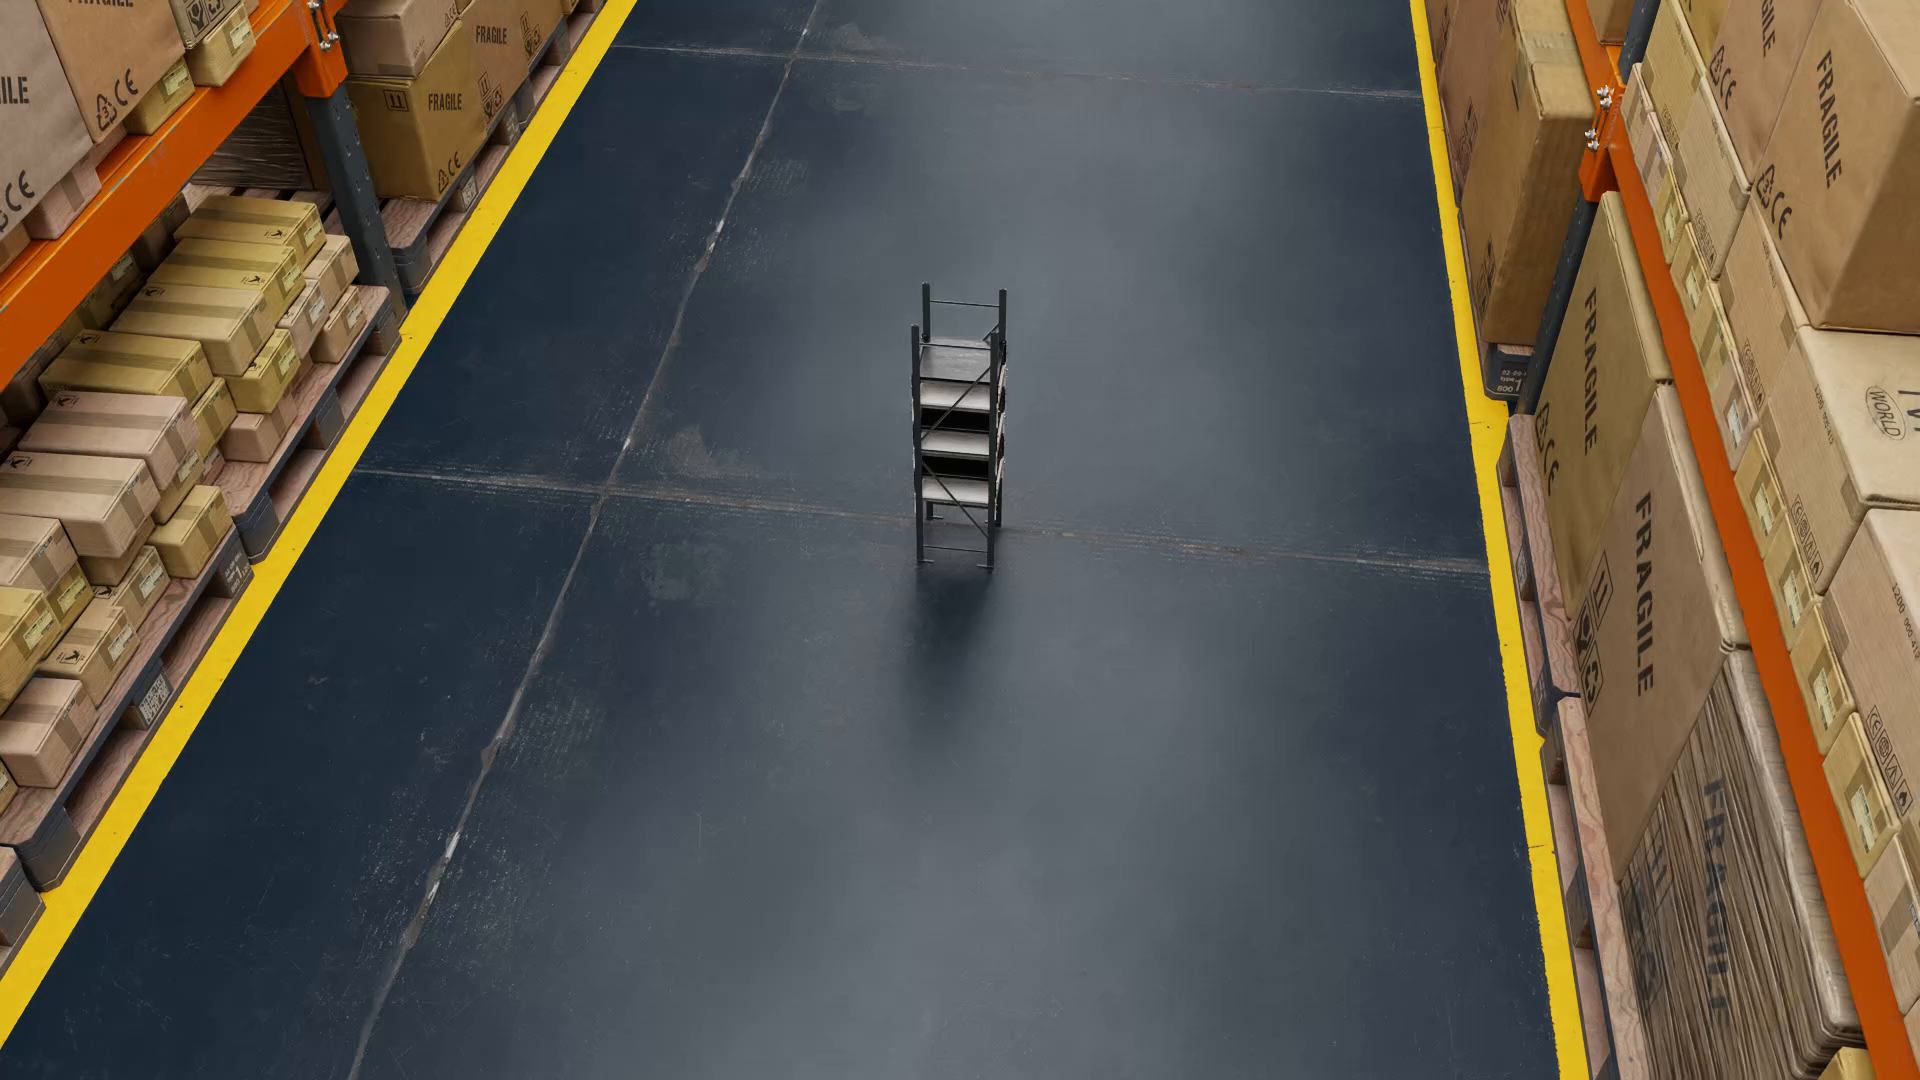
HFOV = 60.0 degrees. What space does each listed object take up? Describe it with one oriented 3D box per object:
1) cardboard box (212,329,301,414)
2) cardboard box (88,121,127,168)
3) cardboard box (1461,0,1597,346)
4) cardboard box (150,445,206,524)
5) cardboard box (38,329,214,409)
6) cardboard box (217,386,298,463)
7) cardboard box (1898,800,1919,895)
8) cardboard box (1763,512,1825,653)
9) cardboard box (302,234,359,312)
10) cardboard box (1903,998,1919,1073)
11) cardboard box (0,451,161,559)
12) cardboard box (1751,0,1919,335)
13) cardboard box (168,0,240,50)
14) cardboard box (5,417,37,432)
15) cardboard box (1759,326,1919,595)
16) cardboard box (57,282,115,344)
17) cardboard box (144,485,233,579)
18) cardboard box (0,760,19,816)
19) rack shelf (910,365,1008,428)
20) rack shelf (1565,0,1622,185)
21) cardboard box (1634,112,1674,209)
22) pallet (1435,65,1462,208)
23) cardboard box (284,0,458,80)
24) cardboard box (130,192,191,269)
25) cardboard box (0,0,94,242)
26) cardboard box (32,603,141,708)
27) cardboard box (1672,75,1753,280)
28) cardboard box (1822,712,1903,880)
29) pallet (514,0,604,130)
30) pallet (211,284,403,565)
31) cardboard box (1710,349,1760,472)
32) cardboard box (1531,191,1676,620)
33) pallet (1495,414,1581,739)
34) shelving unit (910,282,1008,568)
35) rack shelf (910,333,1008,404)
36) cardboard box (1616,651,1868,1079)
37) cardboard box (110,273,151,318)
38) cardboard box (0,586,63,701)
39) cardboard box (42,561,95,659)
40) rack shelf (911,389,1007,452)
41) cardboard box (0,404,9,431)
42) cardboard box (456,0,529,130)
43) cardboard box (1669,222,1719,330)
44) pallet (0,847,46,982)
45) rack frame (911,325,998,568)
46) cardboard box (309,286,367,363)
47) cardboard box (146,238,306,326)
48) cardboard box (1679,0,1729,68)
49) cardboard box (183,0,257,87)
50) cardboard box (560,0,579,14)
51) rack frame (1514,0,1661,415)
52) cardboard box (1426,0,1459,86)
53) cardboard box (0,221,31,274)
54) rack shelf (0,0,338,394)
[{"bbox_3d":[-2.302,-0.537,5.187,0.380,0.149,0.250,4,44,4],"label":"cardboard box"},{"bbox_3d":[-2.462,-1.087,4.399,0.380,0.149,0.250,4,44,4],"label":"cardboard box"},{"bbox_3d":[2.434,-1.225,5.601,1.225,0.875,0.875,5,44,6],"label":"cardboard box"},{"bbox_3d":[-2.447,-0.200,4.831,0.380,0.149,0.250,6,44,7],"label":"cardboard box"},{"bbox_3d":[-2.455,-0.475,4.905,0.380,0.149,0.250,7,44,7],"label":"cardboard box"},{"bbox_3d":[-2.336,-0.389,5.247,0.380,0.149,0.250,4,44,4],"label":"cardboard box"},{"bbox_3d":[1.709,0.567,2.362,0.500,0.250,0.500,5,44,5],"label":"cardboard box"},{"bbox_3d":[1.763,0.097,3.148,0.380,0.149,0.250,6,44,6],"label":"cardboard box"},{"bbox_3d":[-2.261,-0.907,5.578,0.380,0.149,0.250,6,44,6],"label":"cardboard box"},{"bbox_3d":[1.628,0.790,2.417,0.380,0.149,0.250,5,44,6],"label":"cardboard box"},{"bbox_3d":[-2.423,-0.097,4.506,0.380,0.149,0.250,4,44,4],"label":"cardboard box"},{"bbox_3d":[1.915,-0.738,3.195,0.500,0.500,0.500,4,44,4],"label":"cardboard box"},{"bbox_3d":[-2.318,-1.714,4.590,0.500,0.500,0.500,5,44,6],"label":"cardboard box"},{"bbox_3d":[-2.879,-0.399,5.041,0.380,0.149,0.250,3,44,3],"label":"cardboard box"},{"bbox_3d":[1.841,-0.135,3.104,0.500,0.250,0.500,5,44,6],"label":"cardboard box"},{"bbox_3d":[-2.865,-0.683,5.126,0.380,0.149,0.250,5,44,5],"label":"cardboard box"},{"bbox_3d":[-2.385,-0.039,4.878,0.380,0.149,0.250,5,44,5],"label":"cardboard box"},{"bbox_3d":[-2.615,0.653,4.147,0.380,0.149,0.250,5,44,6],"label":"cardboard box"},{"bbox_3d":[-0.001,-0.428,4.834,0.258,0.077,0.200,5,44,6],"label":"rack shelf"},{"bbox_3d":[2.633,-2.507,6.240,1.077,0.370,4.000,5,44,6],"label":"rack shelf"},{"bbox_3d":[1.966,-0.964,4.269,0.380,0.149,0.250,4,44,4],"label":"cardboard box"},{"bbox_3d":[2.555,-1.760,6.955,1.003,0.211,1.213,5,44,6],"label":"pallet"},{"bbox_3d":[-2.174,-1.922,6.065,0.500,0.250,0.500,3,44,4],"label":"cardboard box"},{"bbox_3d":[-2.785,-1.043,5.505,0.380,0.149,0.250,7,44,7],"label":"cardboard box"},{"bbox_3d":[-2.455,-1.022,3.858,0.500,0.500,0.500,5,44,5],"label":"cardboard box"},{"bbox_3d":[-2.485,0.300,4.519,0.380,0.149,0.250,5,44,6],"label":"cardboard box"},{"bbox_3d":[1.977,-0.824,3.832,0.500,0.250,0.500,5,44,5],"label":"cardboard box"},{"bbox_3d":[1.694,0.443,2.783,0.380,0.149,0.250,4,44,5],"label":"cardboard box"},{"bbox_3d":[-2.274,-2.277,7.502,1.003,0.211,1.213,5,44,6],"label":"pallet"},{"bbox_3d":[-2.588,-0.452,5.574,1.003,0.211,1.213,5,44,6],"label":"pallet"},{"bbox_3d":[1.829,-0.260,3.525,0.380,0.149,0.250,6,44,6],"label":"cardboard box"},{"bbox_3d":[2.202,-0.344,4.672,0.875,0.875,0.875,5,44,6],"label":"cardboard box"},{"bbox_3d":[2.191,0.118,4.972,1.003,0.211,1.213,5,44,6],"label":"pallet"},{"bbox_3d":[-0.001,-0.321,4.935,0.258,0.900,0.210,5,44,6],"label":"shelving unit"},{"bbox_3d":[-0.001,-0.493,4.772,0.258,0.077,0.200,5,44,6],"label":"rack shelf"},{"bbox_3d":[1.966,0.876,3.383,0.875,0.875,0.875,5,44,6],"label":"cardboard box"},{"bbox_3d":[-2.844,-0.752,5.414,0.380,0.149,0.250,6,44,6],"label":"cardboard box"},{"bbox_3d":[-2.502,0.243,4.148,0.380,0.149,0.250,6,44,6],"label":"cardboard box"},{"bbox_3d":[-2.580,0.159,4.452,0.380,0.149,0.250,7,44,7],"label":"cardboard box"},{"bbox_3d":[-0.001,-0.362,4.896,0.258,0.077,0.200,5,44,6],"label":"rack shelf"},{"bbox_3d":[-2.991,-0.338,4.760,0.380,0.149,0.250,6,44,6],"label":"cardboard box"},{"bbox_3d":[-2.105,-2.010,6.704,0.500,0.500,0.500,7,44,7],"label":"cardboard box"},{"bbox_3d":[1.898,-0.605,3.890,0.380,0.149,0.250,4,44,4],"label":"cardboard box"},{"bbox_3d":[-2.910,1.211,3.817,1.003,0.211,1.213,5,44,6],"label":"pallet"},{"bbox_3d":[-0.015,-0.252,4.862,0.240,0.900,0.006,5,44,6],"label":"rack frame"},{"bbox_3d":[-2.248,-0.744,5.623,0.380,0.149,0.250,6,44,6],"label":"cardboard box"},{"bbox_3d":[-2.318,-0.815,5.264,0.380,0.149,0.250,6,44,6],"label":"cardboard box"},{"bbox_3d":[2.052,-1.428,3.924,0.500,0.500,0.500,5,44,6],"label":"cardboard box"},{"bbox_3d":[-2.266,-1.433,4.764,0.380,0.149,0.250,4,44,4],"label":"cardboard box"},{"bbox_3d":[-1.959,-2.709,7.442,0.500,0.500,0.500,3,44,4],"label":"cardboard box"},{"bbox_3d":[2.369,-1.406,4.553,1.000,3.000,0.127,5,44,6],"label":"rack frame"},{"bbox_3d":[2.661,-2.437,6.882,1.225,0.875,0.875,5,44,6],"label":"cardboard box"},{"bbox_3d":[-2.512,-0.726,4.018,0.380,0.149,0.250,5,44,5],"label":"cardboard box"},{"bbox_3d":[-2.798,-0.301,3.909,1.077,0.370,4.000,5,44,6],"label":"rack shelf"}]
